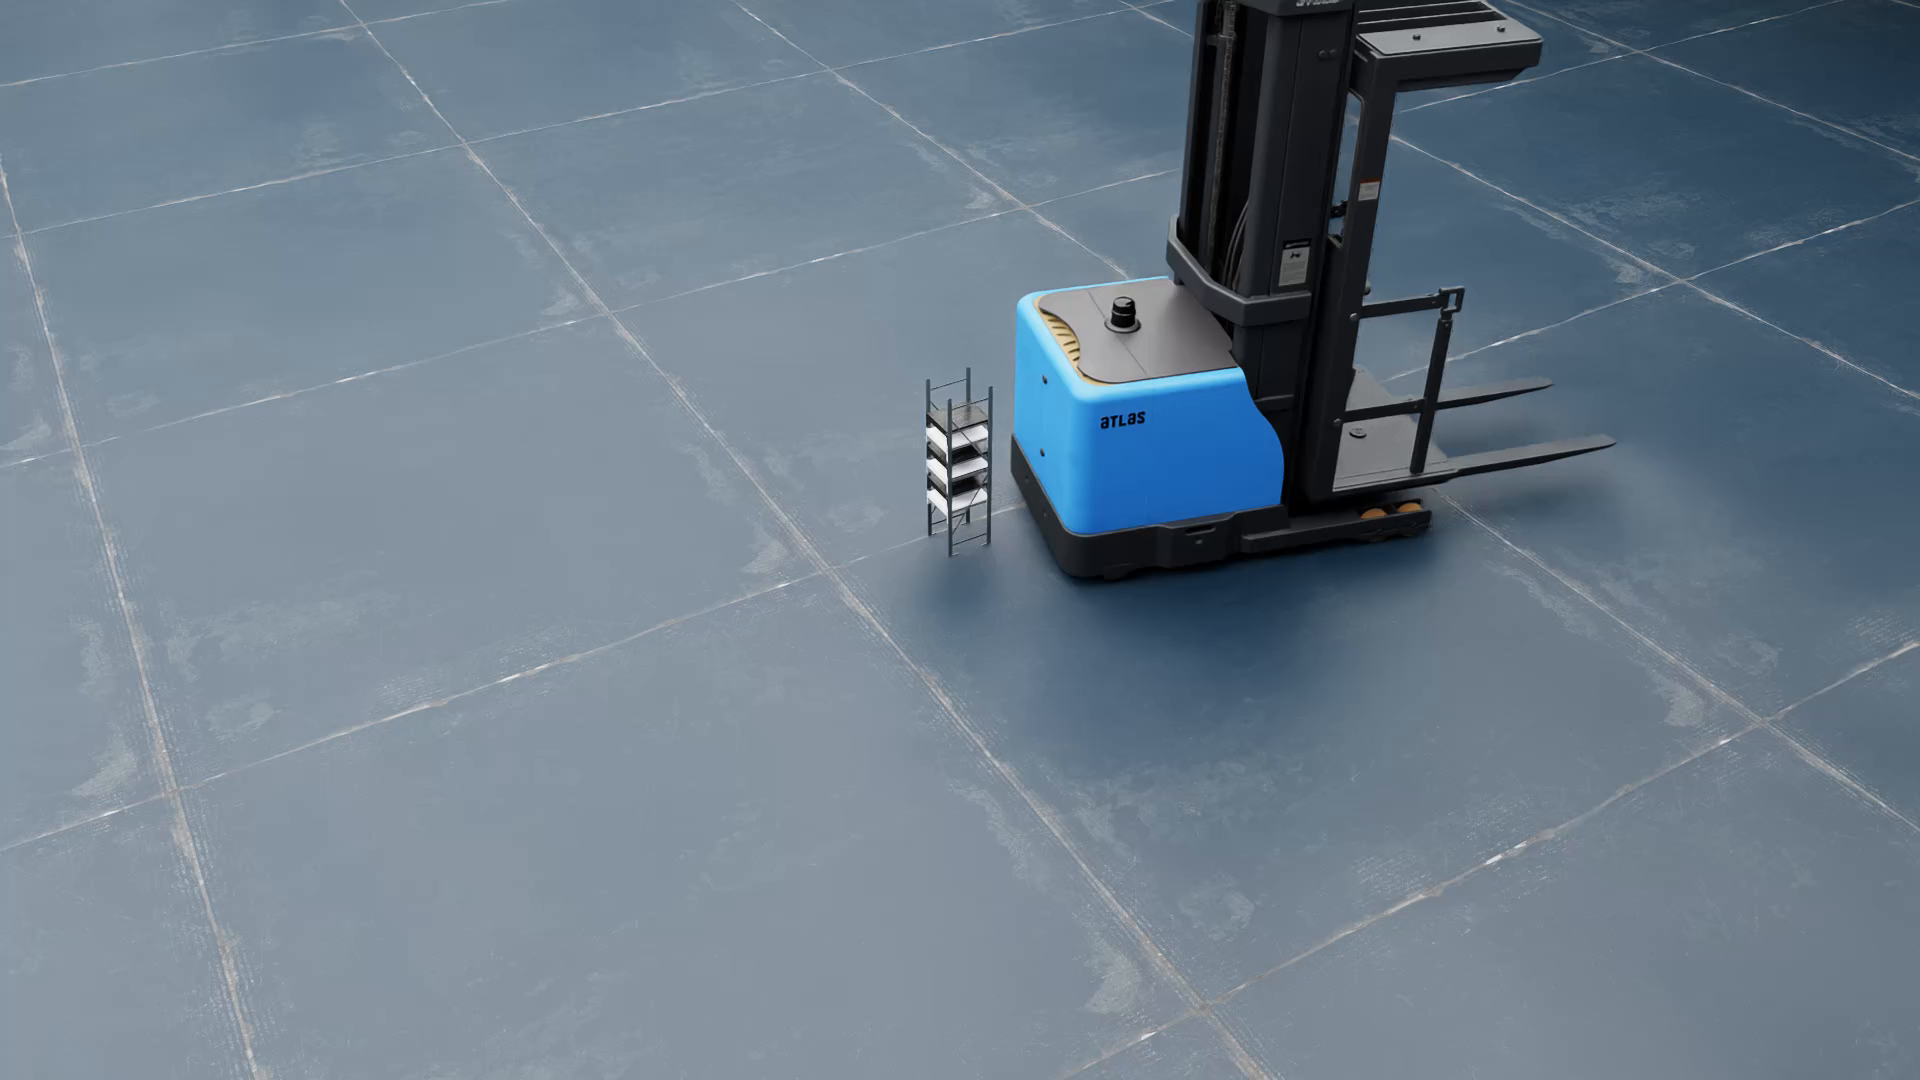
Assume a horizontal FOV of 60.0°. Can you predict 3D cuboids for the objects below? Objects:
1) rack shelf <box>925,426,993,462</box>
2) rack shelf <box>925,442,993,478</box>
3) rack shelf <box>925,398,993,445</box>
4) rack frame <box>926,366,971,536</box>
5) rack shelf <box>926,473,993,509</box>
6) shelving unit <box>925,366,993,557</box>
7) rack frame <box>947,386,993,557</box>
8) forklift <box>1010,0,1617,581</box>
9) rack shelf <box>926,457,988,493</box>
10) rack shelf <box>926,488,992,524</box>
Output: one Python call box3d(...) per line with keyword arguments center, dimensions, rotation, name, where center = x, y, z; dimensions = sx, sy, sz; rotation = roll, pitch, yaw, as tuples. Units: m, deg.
box3d(center=(-0.004, -0.486, 7.904), dimensions=(0.258, 0.077, 0.200), rotation=(-19, 40, -24), name="rack shelf")
box3d(center=(-0.004, -0.413, 7.957), dimensions=(0.258, 0.077, 0.200), rotation=(-19, 40, -24), name="rack shelf")
box3d(center=(-0.004, -0.559, 7.851), dimensions=(0.258, 0.077, 0.200), rotation=(-19, 40, -24), name="rack shelf")
box3d(center=(-0.055, -0.419, 8.061), dimensions=(0.240, 0.900, 0.006), rotation=(-19, 40, -24), name="rack frame")
box3d(center=(-0.004, -0.268, 8.063), dimensions=(0.258, 0.077, 0.200), rotation=(-19, 40, -24), name="rack shelf")
box3d(center=(-0.004, -0.368, 7.990), dimensions=(0.258, 0.900, 0.210), rotation=(-19, 40, -24), name="shelving unit")
box3d(center=(0.047, -0.316, 7.919), dimensions=(0.240, 0.900, 0.006), rotation=(-19, 40, -24), name="rack frame")
box3d(center=(1.837, -1.464, 7.770), dimensions=(3.031, 2.935, 1.130), rotation=(-9, 37, -12), name="forklift")
box3d(center=(-0.004, -0.341, 8.010), dimensions=(0.258, 0.077, 0.200), rotation=(-19, 40, -24), name="rack shelf")
box3d(center=(-0.004, -0.195, 8.116), dimensions=(0.258, 0.077, 0.200), rotation=(-19, 40, -24), name="rack shelf")
